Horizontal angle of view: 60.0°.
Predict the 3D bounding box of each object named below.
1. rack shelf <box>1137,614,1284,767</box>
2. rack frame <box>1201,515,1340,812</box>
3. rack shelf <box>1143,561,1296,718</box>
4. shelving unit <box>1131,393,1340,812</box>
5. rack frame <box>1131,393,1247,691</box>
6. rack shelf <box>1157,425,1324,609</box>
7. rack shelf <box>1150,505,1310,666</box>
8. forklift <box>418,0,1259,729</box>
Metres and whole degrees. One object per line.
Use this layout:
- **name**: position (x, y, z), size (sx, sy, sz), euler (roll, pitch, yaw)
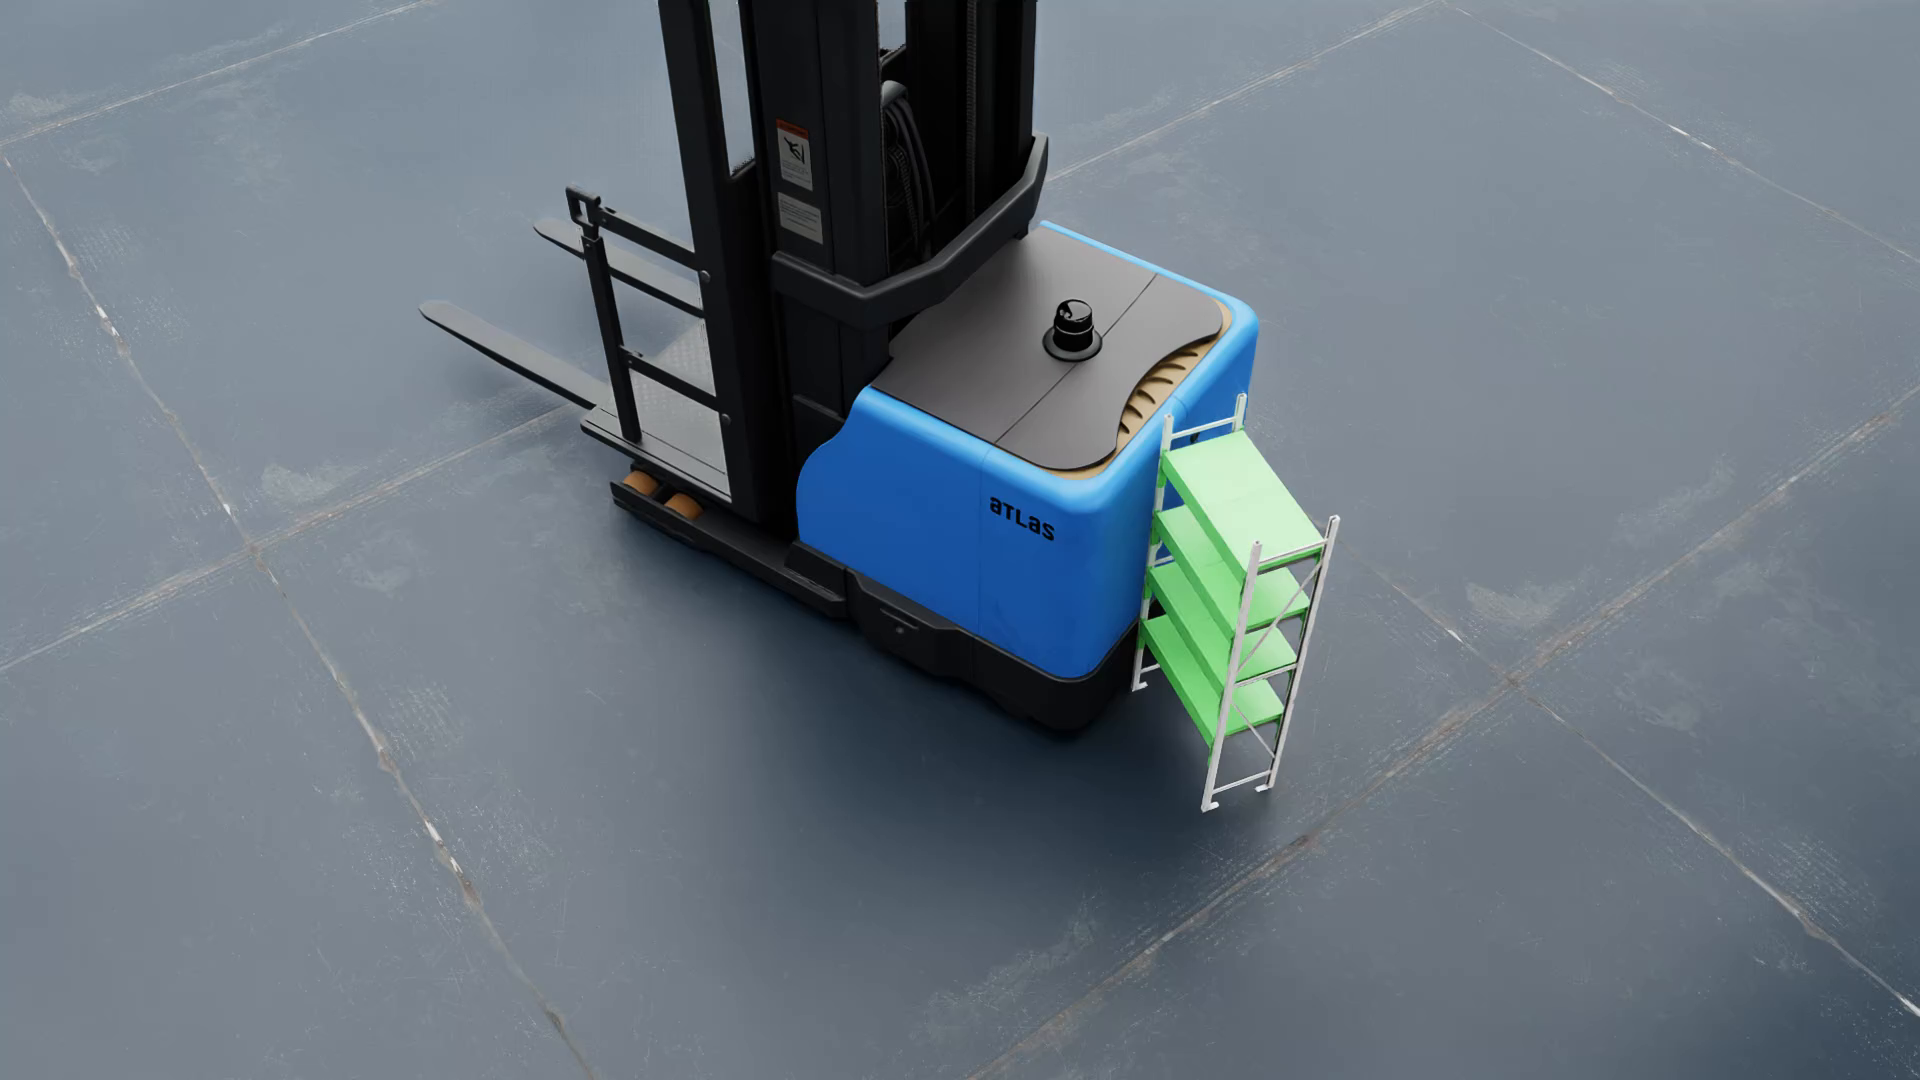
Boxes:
- **rack shelf**: position (0.750, 0.415, 4.974), size (0.258, 0.148, 0.480), euler (-17, 50, -14)
- **rack frame**: position (0.841, 0.378, 4.597), size (0.240, 1.200, 0.015), euler (-17, 50, -14)
- **rack shelf**: position (0.750, 0.253, 4.797), size (0.258, 0.148, 0.480), euler (-17, 50, -14)
- **shelving unit**: position (0.750, 0.211, 4.749), size (0.258, 1.200, 0.503), euler (-17, 50, -14)
- **rack frame**: position (0.660, 0.043, 4.901), size (0.240, 1.200, 0.015), euler (-17, 50, -14)
- **rack shelf**: position (0.750, -0.069, 4.441), size (0.258, 0.148, 0.480), euler (-17, 50, -14)
- **rack shelf**: position (0.750, 0.092, 4.619), size (0.258, 0.148, 0.480), euler (-17, 50, -14)
- **forklift**: position (-0.599, -1.276, 4.928), size (3.031, 2.935, 1.130), euler (27, 53, 22)
